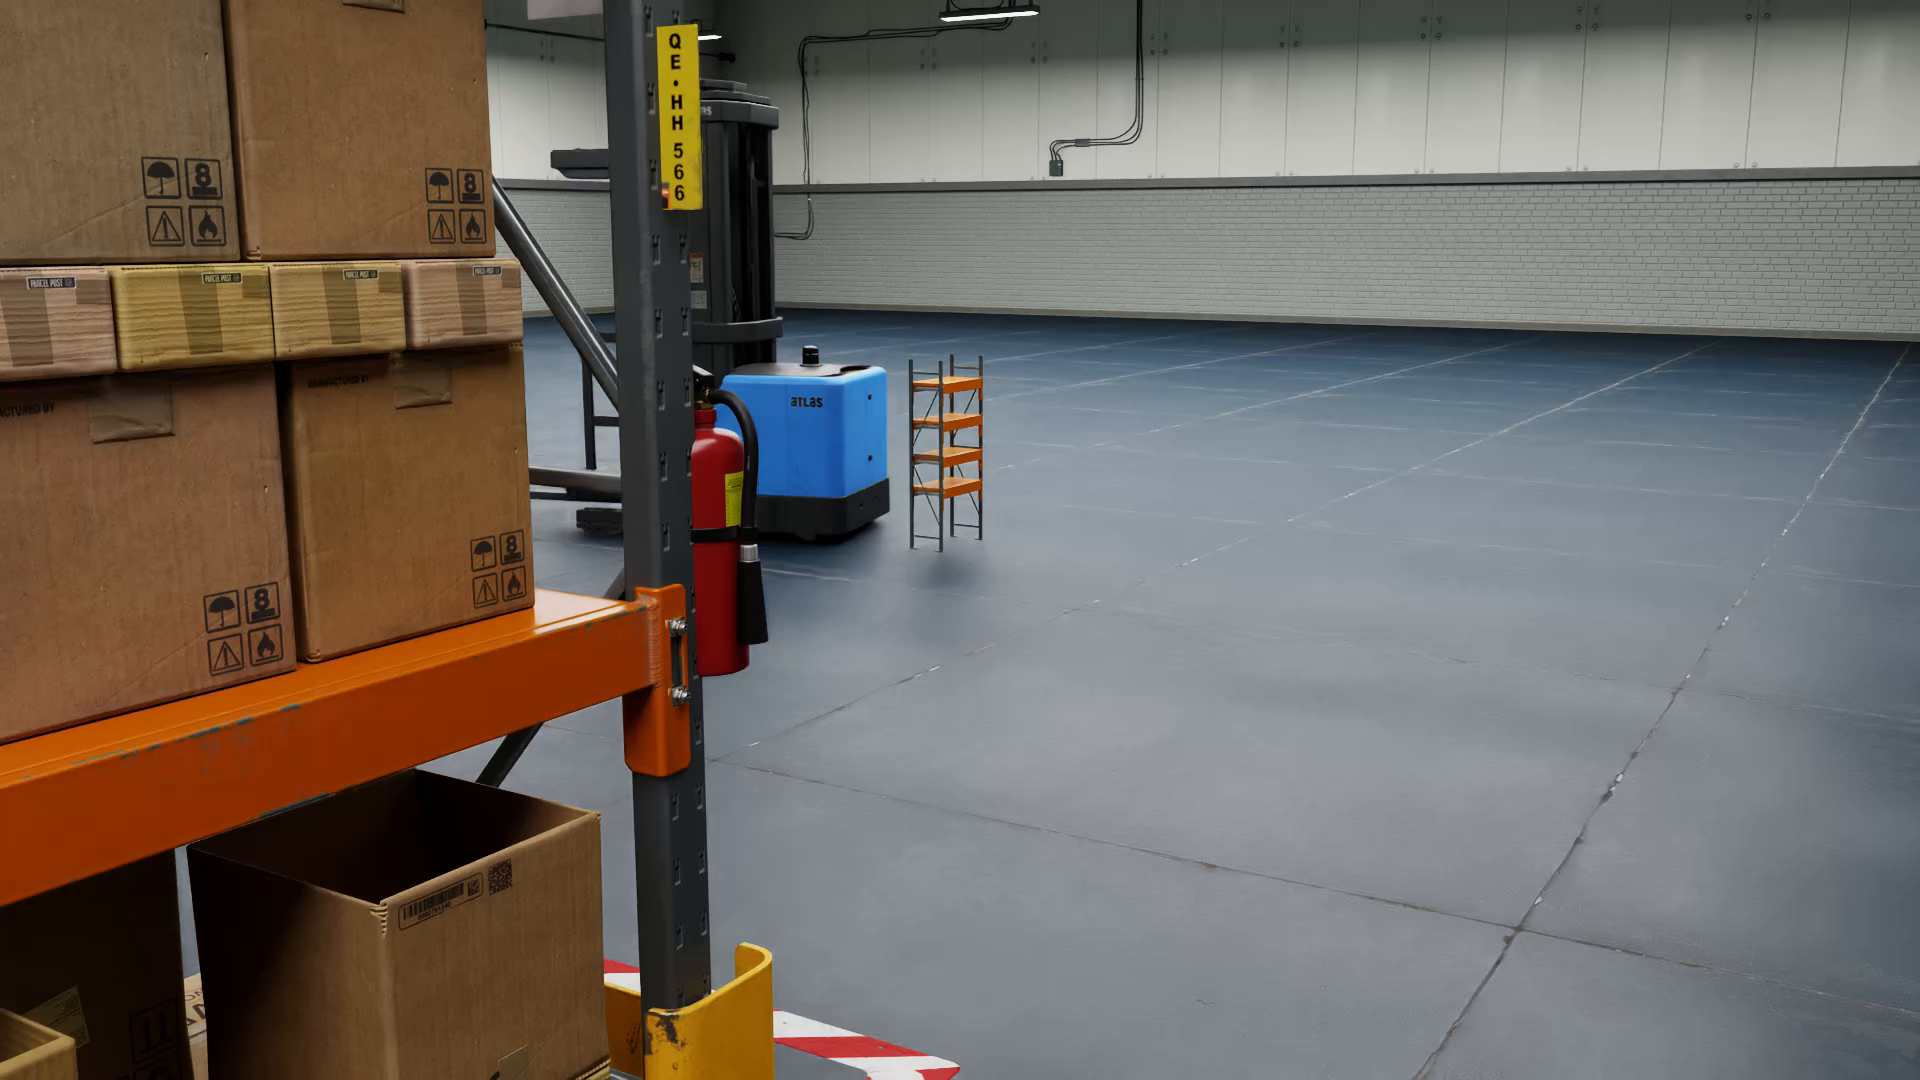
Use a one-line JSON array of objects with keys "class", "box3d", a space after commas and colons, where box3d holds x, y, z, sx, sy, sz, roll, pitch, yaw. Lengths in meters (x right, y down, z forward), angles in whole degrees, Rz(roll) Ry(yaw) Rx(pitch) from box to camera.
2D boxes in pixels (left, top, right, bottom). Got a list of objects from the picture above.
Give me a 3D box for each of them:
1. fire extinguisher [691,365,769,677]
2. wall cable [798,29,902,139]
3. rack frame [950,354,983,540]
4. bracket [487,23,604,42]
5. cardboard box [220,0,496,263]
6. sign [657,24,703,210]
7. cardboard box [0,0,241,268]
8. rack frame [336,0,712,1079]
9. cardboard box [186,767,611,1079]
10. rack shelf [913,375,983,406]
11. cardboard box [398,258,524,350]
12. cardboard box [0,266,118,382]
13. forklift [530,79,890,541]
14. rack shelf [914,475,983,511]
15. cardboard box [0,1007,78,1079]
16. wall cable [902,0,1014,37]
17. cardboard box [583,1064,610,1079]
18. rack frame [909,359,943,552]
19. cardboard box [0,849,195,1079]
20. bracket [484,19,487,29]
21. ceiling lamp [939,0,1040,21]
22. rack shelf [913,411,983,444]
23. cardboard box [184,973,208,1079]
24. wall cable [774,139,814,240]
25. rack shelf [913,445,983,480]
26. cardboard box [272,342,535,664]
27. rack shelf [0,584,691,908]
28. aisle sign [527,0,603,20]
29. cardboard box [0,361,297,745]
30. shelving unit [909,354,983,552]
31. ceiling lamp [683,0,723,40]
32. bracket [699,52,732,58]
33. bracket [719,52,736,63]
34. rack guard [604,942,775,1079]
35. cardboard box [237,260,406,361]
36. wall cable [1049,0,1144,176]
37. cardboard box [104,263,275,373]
[{"class": "fire extinguisher", "box3d": [-0.512, -0.073, 3.318, 0.296, 0.674, 0.183, 6, 12, 31]}, {"class": "wall cable", "box3d": [-2.733, -11.183, 40.860, 3.097, 2.526, 0.112, 6, 12, 31]}, {"class": "rack frame", "box3d": [0.041, -0.602, 10.824, 0.240, 1.200, 0.015, 6, 12, 31]}, {"class": "bracket", "box3d": [-8.955, -11.413, 37.594, 0.076, 0.066, 4.783, 6, 12, 31]}, {"class": "cardboard box", "box3d": [-1.251, -0.743, 2.890, 0.700, 0.500, 0.500, 6, 12, 31]}, {"class": "sign", "box3d": [-0.514, -0.769, 3.032, 0.100, 0.325, 0.005, 6, 12, 31]}, {"class": "cardboard box", "box3d": [-1.519, -0.660, 2.446, 0.700, 0.500, 0.500, 6, 12, 29]}, {"class": "rack frame", "box3d": [-0.970, -0.137, 3.449, 1.000, 3.000, 0.127, 6, 12, 31]}, {"class": "cardboard box", "box3d": [-0.994, 0.752, 2.992, 0.500, 0.500, 0.500, 6, 12, 31]}, {"class": "rack shelf", "box3d": [-0.086, -0.950, 10.547, 0.258, 0.148, 0.480, 6, 12, 31]}, {"class": "cardboard box", "box3d": [-1.006, -0.427, 2.962, 0.380, 0.149, 0.250, 6, 12, 30]}, {"class": "cardboard box", "box3d": [-1.405, -0.306, 2.316, 0.380, 0.149, 0.250, 7, 12, 31]}, {"class": "forklift", "box3d": [-2.063, -1.566, 11.270, 3.031, 2.935, 1.130, 3, 11, 16]}, {"class": "rack shelf", "box3d": [-0.086, -0.302, 10.668, 0.258, 0.148, 0.480, 6, 12, 31]}, {"class": "cardboard box", "box3d": [-1.501, 0.911, 2.144, 0.500, 0.500, 0.500, 6, 12, 31]}, {"class": "wall cable", "box3d": [-0.088, -13.123, 38.862, 3.097, 2.526, 0.112, 6, 12, 31]}, {"class": "cardboard box", "box3d": [-0.996, 1.121, 3.062, 0.500, 0.250, 0.500, 6, 12, 31]}, {"class": "rack frame", "box3d": [-0.213, -0.525, 10.414, 0.240, 1.200, 0.015, 6, 12, 31]}, {"class": "cardboard box", "box3d": [-1.697, 0.781, 2.836, 0.500, 0.500, 0.500, 6, 12, 31]}, {"class": "bracket", "box3d": [-10.301, -11.005, 35.416, 0.235, 0.232, 0.430, 6, 12, 31]}, {"class": "ceiling lamp", "box3d": [0.664, -11.250, 30.642, 2.000, 3.185, 0.800, 6, 12, 31]}, {"class": "rack shelf", "box3d": [-0.086, -0.717, 10.590, 0.258, 0.148, 0.480, 6, 12, 31]}, {"class": "cardboard box", "box3d": [-1.439, 1.071, 3.326, 0.500, 0.250, 0.500, 6, 12, 31]}, {"class": "wall cable", "box3d": [-5.045, -8.959, 42.705, 3.097, 2.526, 0.112, 6, 12, 31]}, {"class": "rack shelf", "box3d": [-0.086, -0.498, 10.632, 0.258, 0.148, 0.480, 6, 12, 31]}, {"class": "cardboard box", "box3d": [-1.223, -0.114, 3.054, 0.700, 0.500, 0.500, 6, 12, 31]}, {"class": "rack shelf", "box3d": [-2.008, 0.531, 1.835, 1.077, 0.370, 4.000, 6, 12, 31]}, {"class": "aisle sign", "box3d": [-0.685, -1.397, 3.115, 0.394, 0.787, 0.004, 6, 12, 31]}, {"class": "cardboard box", "box3d": [-1.492, -0.031, 2.611, 0.700, 0.500, 0.500, 7, 13, 32]}, {"class": "shelving unit", "box3d": [-0.086, -0.564, 10.619, 0.258, 1.200, 0.503, 6, 12, 31]}, {"class": "ceiling lamp", "box3d": [-5.652, -11.956, 34.413, 2.000, 3.185, 0.800, 6, 12, 31]}, {"class": "bracket", "box3d": [-6.262, -12.228, 41.951, 0.076, 0.066, 3.189, 6, 12, 31]}, {"class": "bracket", "box3d": [-5.956, -12.321, 42.447, 0.235, 0.232, 0.430, 6, 12, 31]}, {"class": "rack guard", "box3d": [-0.958, 1.088, 3.699, 1.175, 0.500, 0.348, 6, 12, 31]}, {"class": "cardboard box", "box3d": [-1.140, -0.385, 2.741, 0.380, 0.149, 0.250, 7, 13, 32]}, {"class": "wall cable", "box3d": [3.060, -11.247, 37.249, 2.305, 6.003, 0.169, 6, 12, 31]}, {"class": "cardboard box", "box3d": [-1.273, -0.345, 2.526, 0.380, 0.149, 0.250, 6, 12, 30]}]
